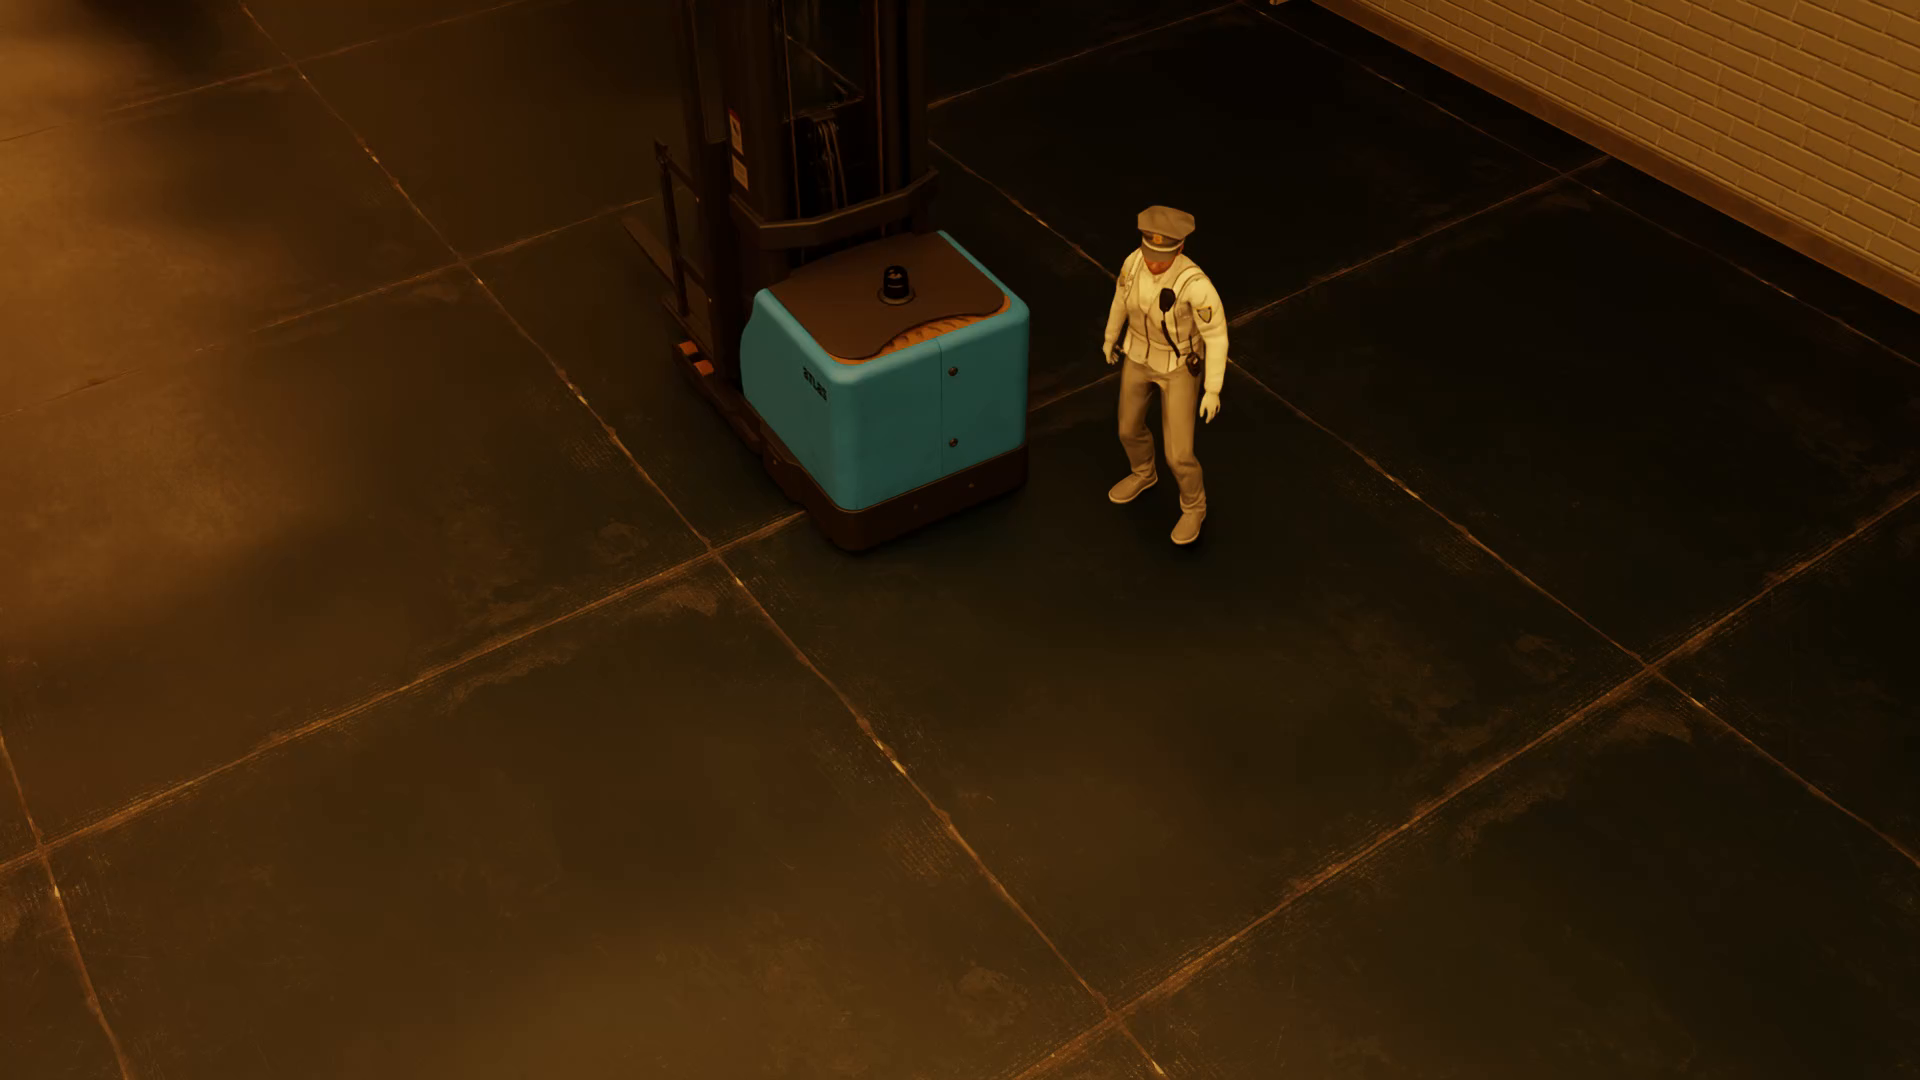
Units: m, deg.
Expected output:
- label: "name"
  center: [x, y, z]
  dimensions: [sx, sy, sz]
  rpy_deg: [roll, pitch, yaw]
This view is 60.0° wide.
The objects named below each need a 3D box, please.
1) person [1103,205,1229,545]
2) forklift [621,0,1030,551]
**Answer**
- label: "person"
  center: [0.907, -0.773, 7.511]
  dimensions: [0.696, 1.640, 0.380]
  rpy_deg: [29, 50, 28]
- label: "forklift"
  center: [-0.869, -2.006, 7.893]
  dimensions: [1.130, 2.935, 3.031]
  rpy_deg: [-23, 47, -23]
